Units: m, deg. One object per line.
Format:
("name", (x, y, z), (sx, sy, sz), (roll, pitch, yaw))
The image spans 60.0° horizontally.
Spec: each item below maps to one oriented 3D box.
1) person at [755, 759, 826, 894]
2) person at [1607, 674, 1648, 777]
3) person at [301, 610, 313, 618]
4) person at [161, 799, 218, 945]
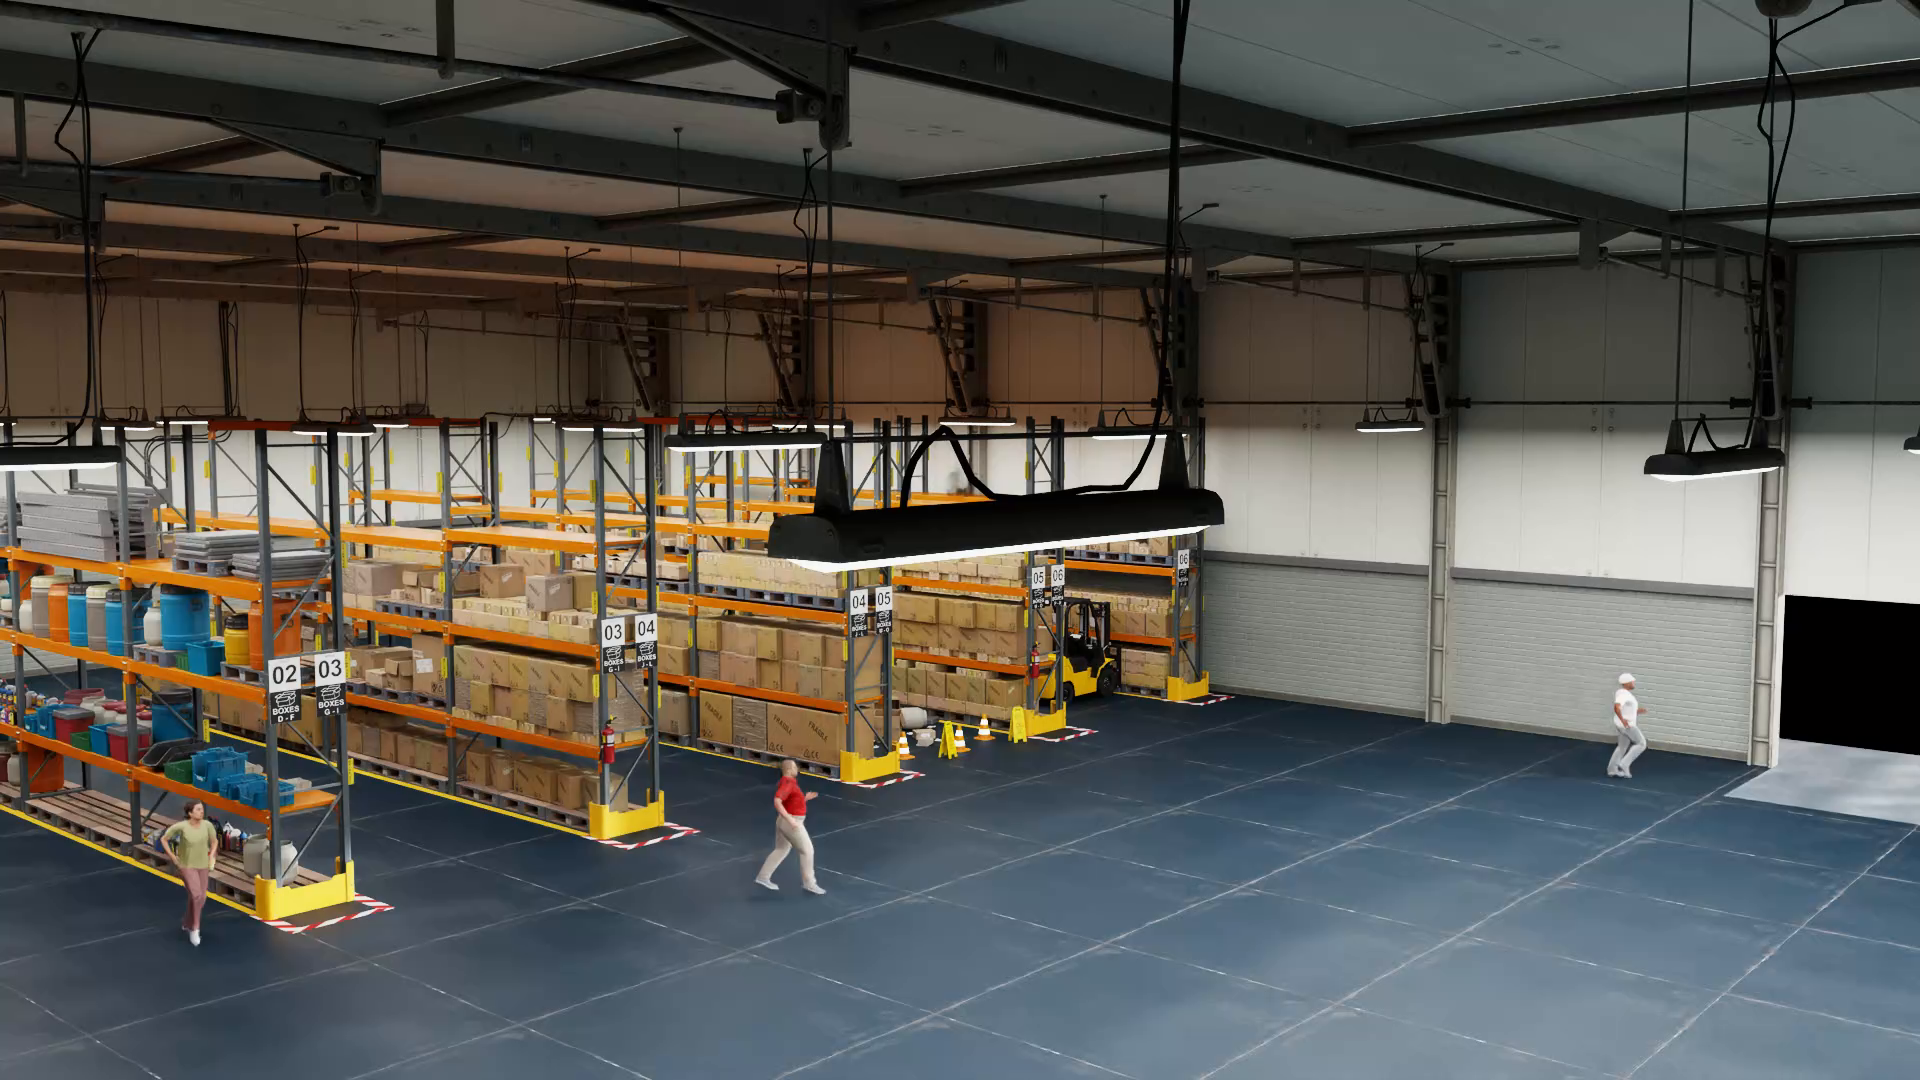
("person", (-2.184, 3.688, 21.317), (0.891, 1.769, 0.646), (-2, 5, -22))
("person", (11.265, 3.126, 28.023), (0.666, 1.747, 0.695), (0, 5, 5))
("person", (-14.655, 2.397, 37.120), (0.830, 1.709, 0.667), (-3, 6, -35))
("person", (-9.008, 3.880, 19.575), (0.668, 1.674, 0.589), (4, 6, 39))
